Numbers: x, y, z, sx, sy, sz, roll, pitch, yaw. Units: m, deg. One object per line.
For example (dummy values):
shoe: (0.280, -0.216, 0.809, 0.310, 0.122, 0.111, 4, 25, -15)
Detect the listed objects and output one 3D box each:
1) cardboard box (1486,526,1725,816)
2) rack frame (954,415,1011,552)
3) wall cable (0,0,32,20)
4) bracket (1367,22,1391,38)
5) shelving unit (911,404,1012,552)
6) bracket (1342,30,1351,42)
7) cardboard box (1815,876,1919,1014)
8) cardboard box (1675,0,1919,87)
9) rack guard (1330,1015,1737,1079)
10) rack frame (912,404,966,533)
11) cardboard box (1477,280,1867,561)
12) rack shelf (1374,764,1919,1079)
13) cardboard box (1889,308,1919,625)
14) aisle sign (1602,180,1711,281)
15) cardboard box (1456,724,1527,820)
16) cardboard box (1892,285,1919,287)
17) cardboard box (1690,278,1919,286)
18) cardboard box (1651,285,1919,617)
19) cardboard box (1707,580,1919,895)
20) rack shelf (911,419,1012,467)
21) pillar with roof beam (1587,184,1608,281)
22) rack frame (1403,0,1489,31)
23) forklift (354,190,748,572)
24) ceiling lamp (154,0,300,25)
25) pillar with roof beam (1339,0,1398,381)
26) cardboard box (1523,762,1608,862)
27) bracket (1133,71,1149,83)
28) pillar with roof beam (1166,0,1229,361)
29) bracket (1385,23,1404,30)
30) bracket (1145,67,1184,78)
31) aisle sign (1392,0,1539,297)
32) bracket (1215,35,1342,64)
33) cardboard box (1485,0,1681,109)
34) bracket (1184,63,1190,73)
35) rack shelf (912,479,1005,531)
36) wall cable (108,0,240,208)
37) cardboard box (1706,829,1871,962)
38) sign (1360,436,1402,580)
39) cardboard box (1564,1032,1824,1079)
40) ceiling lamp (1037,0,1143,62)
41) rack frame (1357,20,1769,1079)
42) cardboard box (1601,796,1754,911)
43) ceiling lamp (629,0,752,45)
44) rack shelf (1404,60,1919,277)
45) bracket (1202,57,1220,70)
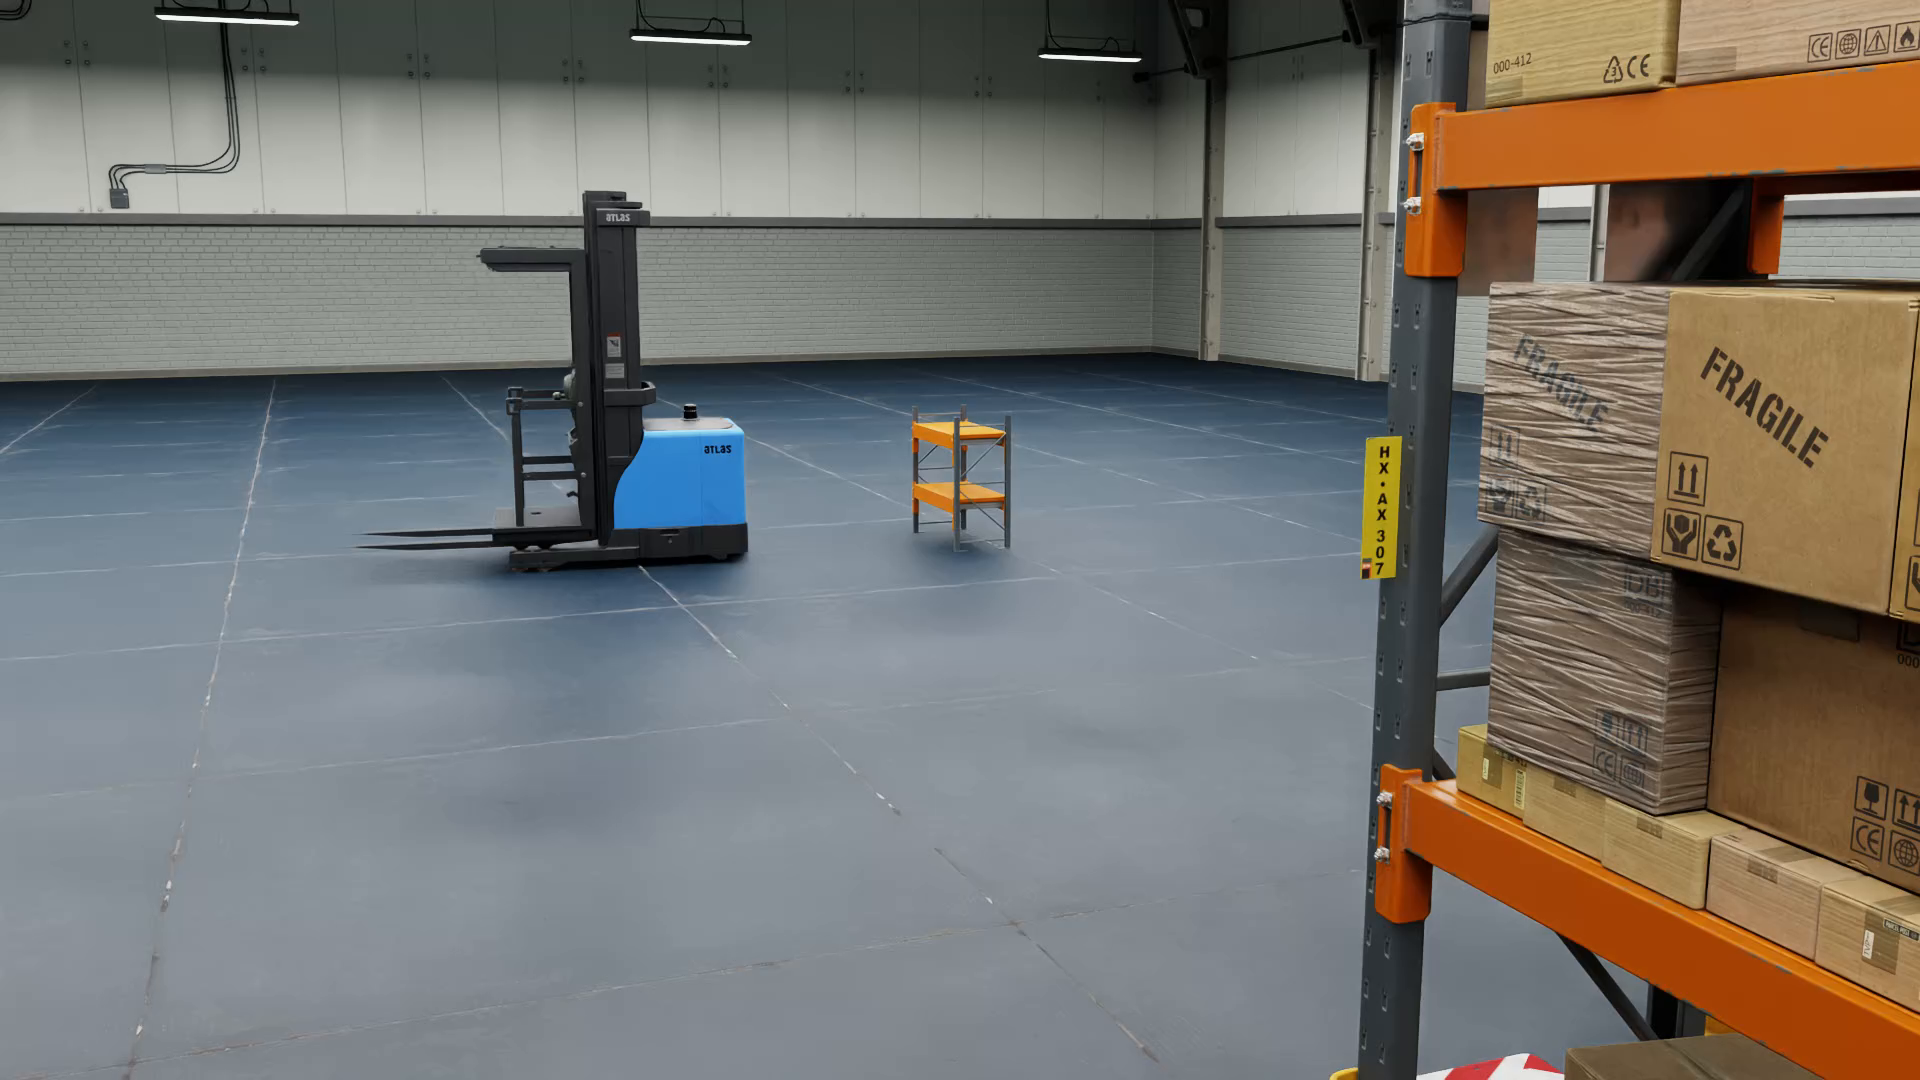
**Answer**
cardboard box: (1.643, 0.215, 3.513, 0.875, 0.500, 0.500, -4, 11, -21)
rack frame: (0.187, -0.470, 13.849, 0.500, 1.125, 0.032, -4, 11, -21)
wall cable: (-18.281, -10.546, 29.471, 3.097, 2.526, 0.112, -4, 11, -21)
bracket: (7.501, -9.118, 29.705, 0.235, 0.232, 0.430, -4, 11, -21)
shelving unit: (0.002, -0.553, 14.315, 0.538, 1.125, 1.048, -4, 11, -21)
bracket: (7.200, -9.253, 30.466, 0.235, 0.232, 0.430, -4, 11, -21)
cardboard box: (1.693, 0.669, 2.812, 0.380, 0.149, 0.250, -4, 11, -21)
cardboard box: (1.595, -0.905, 2.807, 0.500, 0.250, 0.500, -4, 11, -22)
rack guard: (1.496, 1.562, 4.211, 1.175, 0.500, 0.348, -4, 11, -21)
rack frame: (-0.182, -0.636, 14.782, 0.500, 1.125, 0.032, -4, 11, -21)
cardboard box: (1.414, -0.262, 3.338, 0.500, 0.500, 0.500, -4, 11, -21)
rack shelf: (2.194, 1.000, 2.290, 1.077, 0.370, 4.000, -4, 11, -21)
cardboard box: (1.771, -0.098, 2.418, 0.500, 0.500, 0.500, -4, 11, -21)
aisle sign: (1.726, -0.990, 3.998, 0.394, 0.787, 0.004, -4, 11, -21)
cardboard box: (1.350, 0.504, 3.737, 0.380, 0.149, 0.250, -4, 11, -21)
cardboard box: (2.085, -0.214, 3.066, 0.500, 0.500, 0.500, -4, 11, -21)
cardboard box: (1.898, -0.295, 3.523, 0.500, 0.500, 0.500, -4, 11, -21)
cardboard box: (1.589, -0.180, 2.876, 0.500, 0.500, 0.500, -4, 11, -21)
cardboard box: (1.936, 0.289, 3.097, 0.875, 0.500, 0.500, -4, 11, -21)
rack shelf: (0.002, -0.841, 14.264, 0.538, 0.278, 1.000, -4, 11, -21)
pillar with roof beam: (5.844, -6.183, 23.486, 9.100, 9.000, 0.548, -4, 11, -21)
rack frame: (1.469, -2.635, 3.536, 1.000, 3.000, 0.127, -4, 11, -21)
forklift: (-3.294, -1.292, 13.312, 3.031, 2.935, 1.130, -3, 10, -14)
ceiling lamp: (-11.137, -9.430, 25.069, 2.000, 3.185, 0.800, -4, 11, -21)
pillar with roof beam: (3.669, -7.163, 28.992, 9.100, 9.000, 0.548, -4, 11, -21)
cardboard box: (1.423, 0.546, 3.501, 0.380, 0.149, 0.250, -4, 11, -21)
bracket: (4.167, -10.619, 38.147, 0.235, 0.232, 0.430, -4, 11, -21)
pillar with roof beam: (1.495, -8.142, 34.497, 9.100, 9.000, 0.548, -4, 11, -21)
bracket: (8.435, -8.697, 27.341, 0.076, 0.066, 4.783, -4, 11, -21)
bracket: (4.381, -10.523, 37.605, 0.076, 0.066, 3.189, -4, 11, -21)
aisle sign: (1.167, -0.952, 3.784, 0.394, 0.787, 0.004, -4, 11, -21)
bracket: (6.261, -9.676, 32.846, 0.076, 0.066, 4.783, -4, 11, -21)
cardboard box: (1.403, -0.989, 3.278, 0.500, 0.250, 0.500, -4, 11, -19)
bracket: (5.026, -10.233, 35.972, 0.235, 0.232, 0.430, -4, 11, -21)
rack shelf: (0.002, -0.312, 14.358, 0.538, 0.278, 1.000, -4, 11, -21)
wall cable: (-14.833, -9.255, 31.045, 2.305, 6.003, 0.169, -4, 11, -21)
cardboard box: (1.609, 0.628, 3.044, 0.380, 0.149, 0.250, -4, 11, -21)
sign: (0.963, -0.073, 3.792, 0.100, 0.325, 0.005, -4, 11, -21)
cardboard box: (1.680, 1.446, 3.665, 0.500, 0.500, 0.500, -2, 10, -10)
ceiling lamp: (2.284, -10.343, 30.206, 2.000, 3.185, 0.800, -4, 11, -21)
rack frame: (1.469, 0.319, 4.062, 1.000, 3.000, 0.127, -4, 11, -21)
cardboard box: (1.499, 0.588, 3.266, 0.380, 0.149, 0.250, -4, 11, -21)
ceiling lamp: (-4.557, -9.878, 27.588, 2.000, 3.185, 0.800, -4, 11, -21)
rack shelf: (2.194, -0.477, 2.027, 1.077, 0.370, 4.000, -4, 11, -21)
bracket: (5.327, -10.097, 35.211, 0.235, 0.232, 0.430, -4, 11, -21)
